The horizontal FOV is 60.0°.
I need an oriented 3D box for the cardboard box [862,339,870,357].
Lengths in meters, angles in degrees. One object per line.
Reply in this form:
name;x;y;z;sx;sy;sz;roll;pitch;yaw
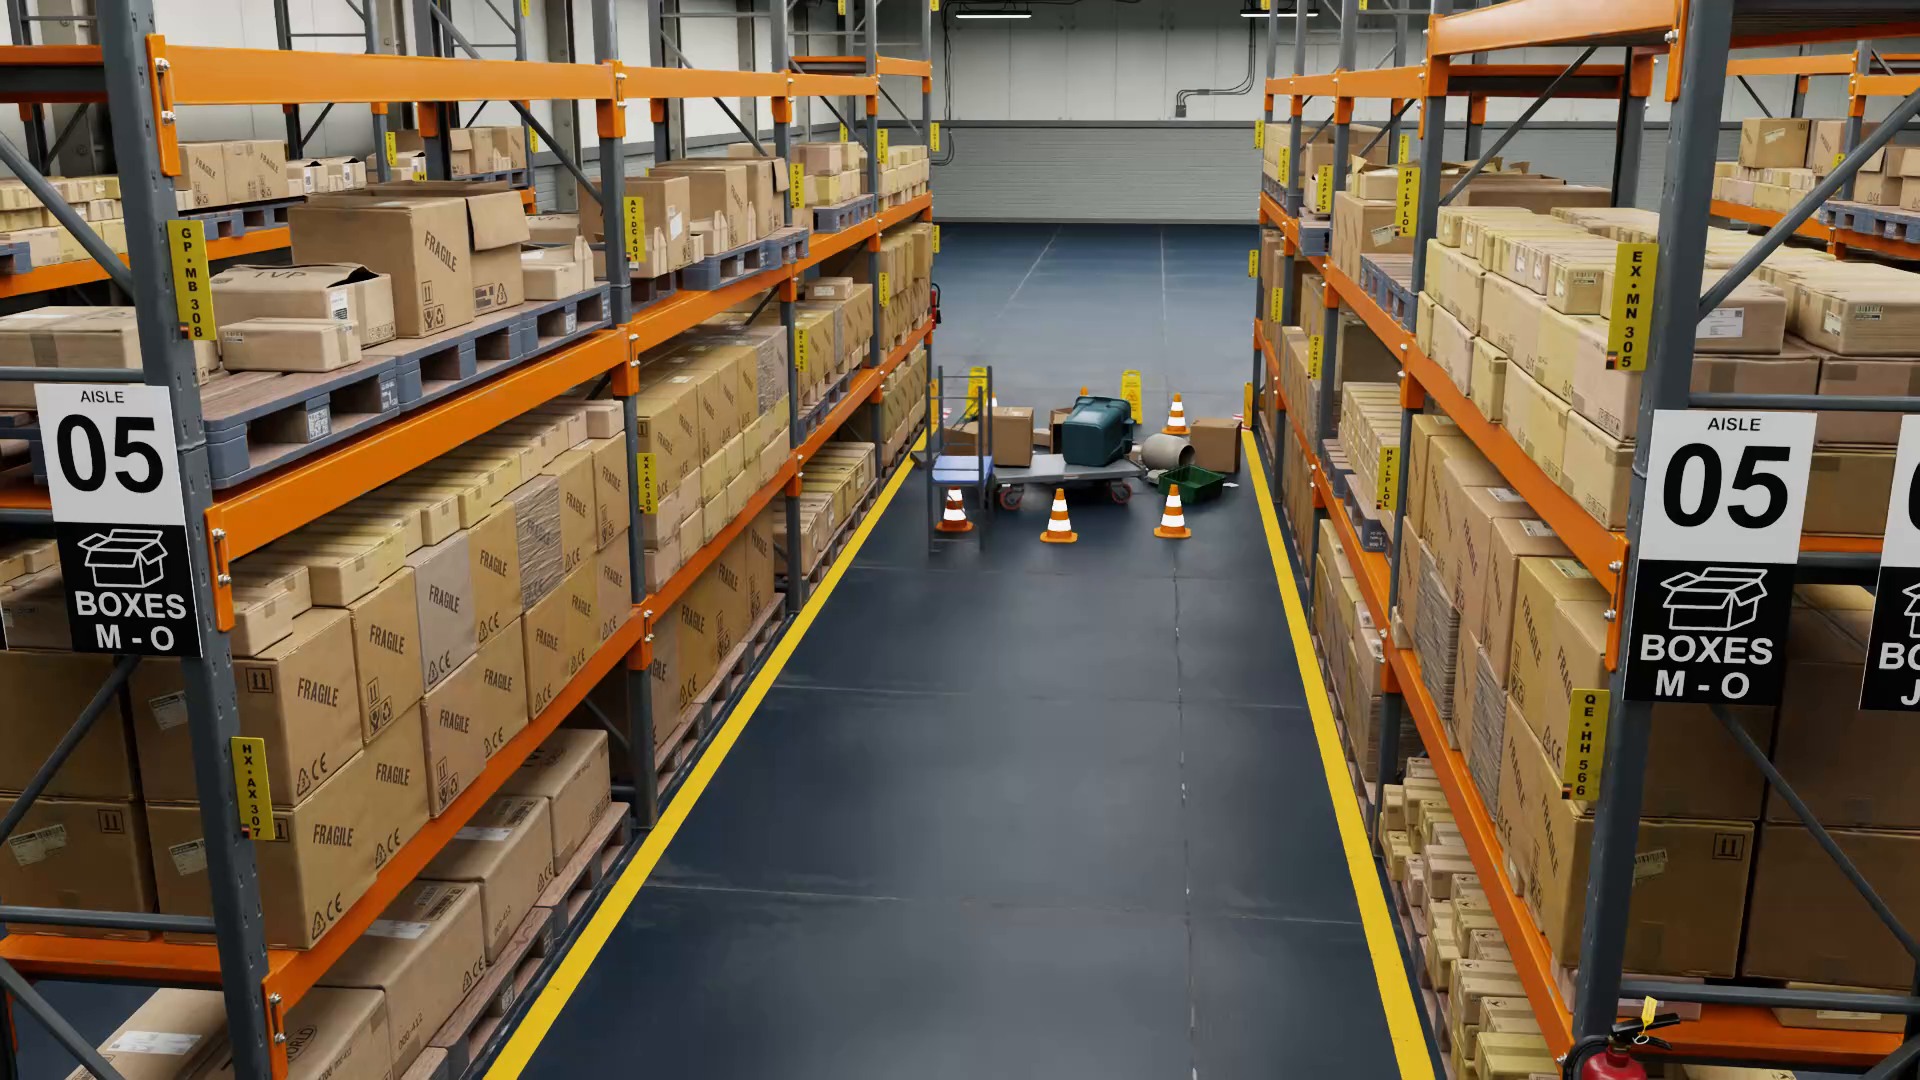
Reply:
cardboard box;-1.086;-1.872;16.105;0.380;0.149;0.250;2;15;7

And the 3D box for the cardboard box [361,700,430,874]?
cardboard box;-2.287;0.883;6.045;0.500;0.500;0.500;1;15;5

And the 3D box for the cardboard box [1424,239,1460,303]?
cardboard box;2.433;-1.237;7.662;0.500;0.250;0.500;2;15;8

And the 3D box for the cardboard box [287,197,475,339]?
cardboard box;-2.279;-1.086;6.585;0.500;0.500;0.500;2;15;7

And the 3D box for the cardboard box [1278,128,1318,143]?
cardboard box;3.466;-4.143;17.035;0.380;0.149;0.250;2;15;6

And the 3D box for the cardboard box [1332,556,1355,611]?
cardboard box;2.733;0.298;10.950;0.500;0.250;0.500;2;15;7

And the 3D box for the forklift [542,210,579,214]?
forklift;-3.894;-1.678;15.842;3.031;2.935;1.130;8;17;26

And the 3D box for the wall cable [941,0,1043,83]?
wall cable;0.963;-15.222;50.580;3.097;2.526;0.112;2;15;6

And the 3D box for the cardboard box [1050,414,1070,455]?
cardboard box;1.370;-1.058;17.937;0.797;0.637;0.503;2;15;6

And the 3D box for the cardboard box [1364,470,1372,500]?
cardboard box;2.747;-0.336;10.421;0.380;0.149;0.250;1;15;4

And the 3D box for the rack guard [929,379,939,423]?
rack guard;-0.859;-1.744;20.741;1.175;0.500;0.348;2;15;6

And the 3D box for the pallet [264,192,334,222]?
pallet;-6.321;-3.204;15.974;0.805;0.209;1.217;1;15;4

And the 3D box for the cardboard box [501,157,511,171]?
cardboard box;-5.575;-4.469;19.770;0.380;0.149;0.250;1;15;5

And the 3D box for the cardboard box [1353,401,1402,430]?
cardboard box;2.842;-0.828;11.103;0.380;0.149;0.250;1;15;4

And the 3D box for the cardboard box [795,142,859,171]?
cardboard box;-1.241;-3.598;15.589;0.500;0.250;0.500;2;15;8

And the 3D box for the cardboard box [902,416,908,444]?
cardboard box;-0.861;-1.229;18.514;0.500;0.250;0.500;1;15;6

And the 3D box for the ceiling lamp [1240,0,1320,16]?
ceiling lamp;8.254;-15.096;42.656;2.000;3.185;0.800;2;15;6

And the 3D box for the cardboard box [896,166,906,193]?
cardboard box;-0.862;-3.821;17.607;0.500;0.250;0.500;2;15;7

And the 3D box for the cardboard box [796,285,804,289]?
cardboard box;-1.640;-2.214;16.125;0.500;0.500;0.500;2;15;8

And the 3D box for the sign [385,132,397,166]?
sign;-5.694;-3.914;16.638;0.100;0.325;0.005;2;15;6

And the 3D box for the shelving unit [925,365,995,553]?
shelving unit;0.007;-0.755;15.127;0.538;1.500;1.048;1;16;5

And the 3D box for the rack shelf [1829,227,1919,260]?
rack shelf;8.319;-2.223;13.355;1.077;0.370;4.000;2;15;6

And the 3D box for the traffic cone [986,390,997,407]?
traffic cone;0.383;-1.596;20.265;0.336;0.463;0.334;2;15;6

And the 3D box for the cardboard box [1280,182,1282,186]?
cardboard box;3.407;-3.627;16.656;0.380;0.149;0.250;2;15;7

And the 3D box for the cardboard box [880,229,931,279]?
cardboard box;-0.711;-3.239;18.806;0.700;0.500;0.500;2;15;6

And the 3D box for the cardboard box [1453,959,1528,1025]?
cardboard box;2.138;1.770;6.475;0.380;0.149;0.250;2;15;8

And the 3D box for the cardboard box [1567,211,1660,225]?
cardboard box;2.942;-1.389;7.461;0.380;0.149;0.250;2;15;8

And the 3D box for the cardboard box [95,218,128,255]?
cardboard box;-6.502;-2.276;12.460;0.500;0.250;0.500;1;15;4

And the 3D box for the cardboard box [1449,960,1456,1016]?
cardboard box;2.200;1.848;6.755;0.380;0.149;0.250;2;15;9

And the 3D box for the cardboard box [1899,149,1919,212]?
cardboard box;8.288;-2.978;13.767;0.797;0.503;0.637;2;15;9

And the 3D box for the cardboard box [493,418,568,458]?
cardboard box;-2.098;-0.483;7.940;0.380;0.149;0.250;2;15;6

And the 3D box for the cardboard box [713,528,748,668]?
cardboard box;-2.018;0.336;11.528;0.875;0.875;0.875;2;15;7

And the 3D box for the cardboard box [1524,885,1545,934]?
cardboard box;2.109;1.199;5.551;0.380;0.149;0.250;2;15;6

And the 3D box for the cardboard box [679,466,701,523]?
cardboard box;-1.844;-0.268;9.826;0.500;0.250;0.500;2;15;7

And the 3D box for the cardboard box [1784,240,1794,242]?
cardboard box;8.545;-2.959;17.769;0.500;0.500;0.500;2;15;6

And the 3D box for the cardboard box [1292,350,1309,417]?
cardboard box;3.129;-1.341;14.270;0.500;0.500;0.500;2;15;7

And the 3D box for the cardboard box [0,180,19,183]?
cardboard box;-7.086;-2.536;12.089;0.380;0.149;0.250;2;15;6

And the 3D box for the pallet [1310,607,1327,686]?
pallet;3.087;0.773;11.986;1.003;0.211;1.213;2;15;6

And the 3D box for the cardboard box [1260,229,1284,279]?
cardboard box;3.999;-3.349;19.533;0.875;0.550;0.550;2;15;6

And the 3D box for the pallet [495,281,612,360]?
pallet;-2.307;-1.051;7.814;1.003;0.211;1.213;2;15;6

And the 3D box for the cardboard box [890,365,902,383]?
cardboard box;-0.837;-1.792;17.915;0.380;0.149;0.250;2;15;8

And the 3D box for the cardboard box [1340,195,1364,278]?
cardboard box;2.799;-2.002;10.968;0.500;0.500;0.500;2;15;6

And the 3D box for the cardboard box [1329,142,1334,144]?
cardboard box;4.073;-3.964;17.136;0.500;0.250;0.500;2;15;6

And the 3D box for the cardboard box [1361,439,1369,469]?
cardboard box;2.779;-0.547;10.634;0.380;0.149;0.250;2;15;6

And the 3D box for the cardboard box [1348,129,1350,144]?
cardboard box;4.092;-4.058;16.721;0.380;0.149;0.250;1;15;5

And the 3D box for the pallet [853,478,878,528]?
pallet;-1.388;-0.385;16.268;1.003;0.211;1.213;2;15;6

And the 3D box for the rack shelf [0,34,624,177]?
rack shelf;-2.430;-1.695;6.422;1.077;0.370;4.000;2;15;6

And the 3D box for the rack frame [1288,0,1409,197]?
rack frame;3.628;-4.709;15.425;1.000;3.000;0.127;2;15;6

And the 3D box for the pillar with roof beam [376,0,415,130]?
pillar with roof beam;-2.479;-5.730;19.203;9.100;9.000;0.400;2;15;6

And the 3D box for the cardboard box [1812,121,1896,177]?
cardboard box;8.342;-3.646;15.522;0.500;0.500;0.500;1;15;5

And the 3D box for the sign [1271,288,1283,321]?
sign;3.076;-2.285;16.144;0.100;0.325;0.005;2;15;6

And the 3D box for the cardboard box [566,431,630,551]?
cardboard box;-1.983;-0.258;8.351;0.500;0.500;0.500;2;15;6

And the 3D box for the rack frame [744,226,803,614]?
rack frame;-1.753;-0.895;12.814;1.000;3.000;0.127;2;15;6

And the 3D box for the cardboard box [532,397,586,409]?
cardboard box;-2.404;-0.512;9.289;0.500;0.500;0.500;2;15;8

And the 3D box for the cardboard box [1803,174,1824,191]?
cardboard box;8.358;-3.436;15.987;0.380;0.149;0.250;1;15;3

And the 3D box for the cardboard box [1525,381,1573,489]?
cardboard box;2.113;-0.335;5.282;0.500;0.250;0.500;2;15;6

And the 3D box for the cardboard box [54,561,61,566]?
cardboard box;-6.643;0.345;12.212;0.500;0.500;0.500;2;15;9

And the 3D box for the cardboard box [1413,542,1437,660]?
cardboard box;2.370;0.320;7.560;0.500;0.500;0.500;2;15;6
